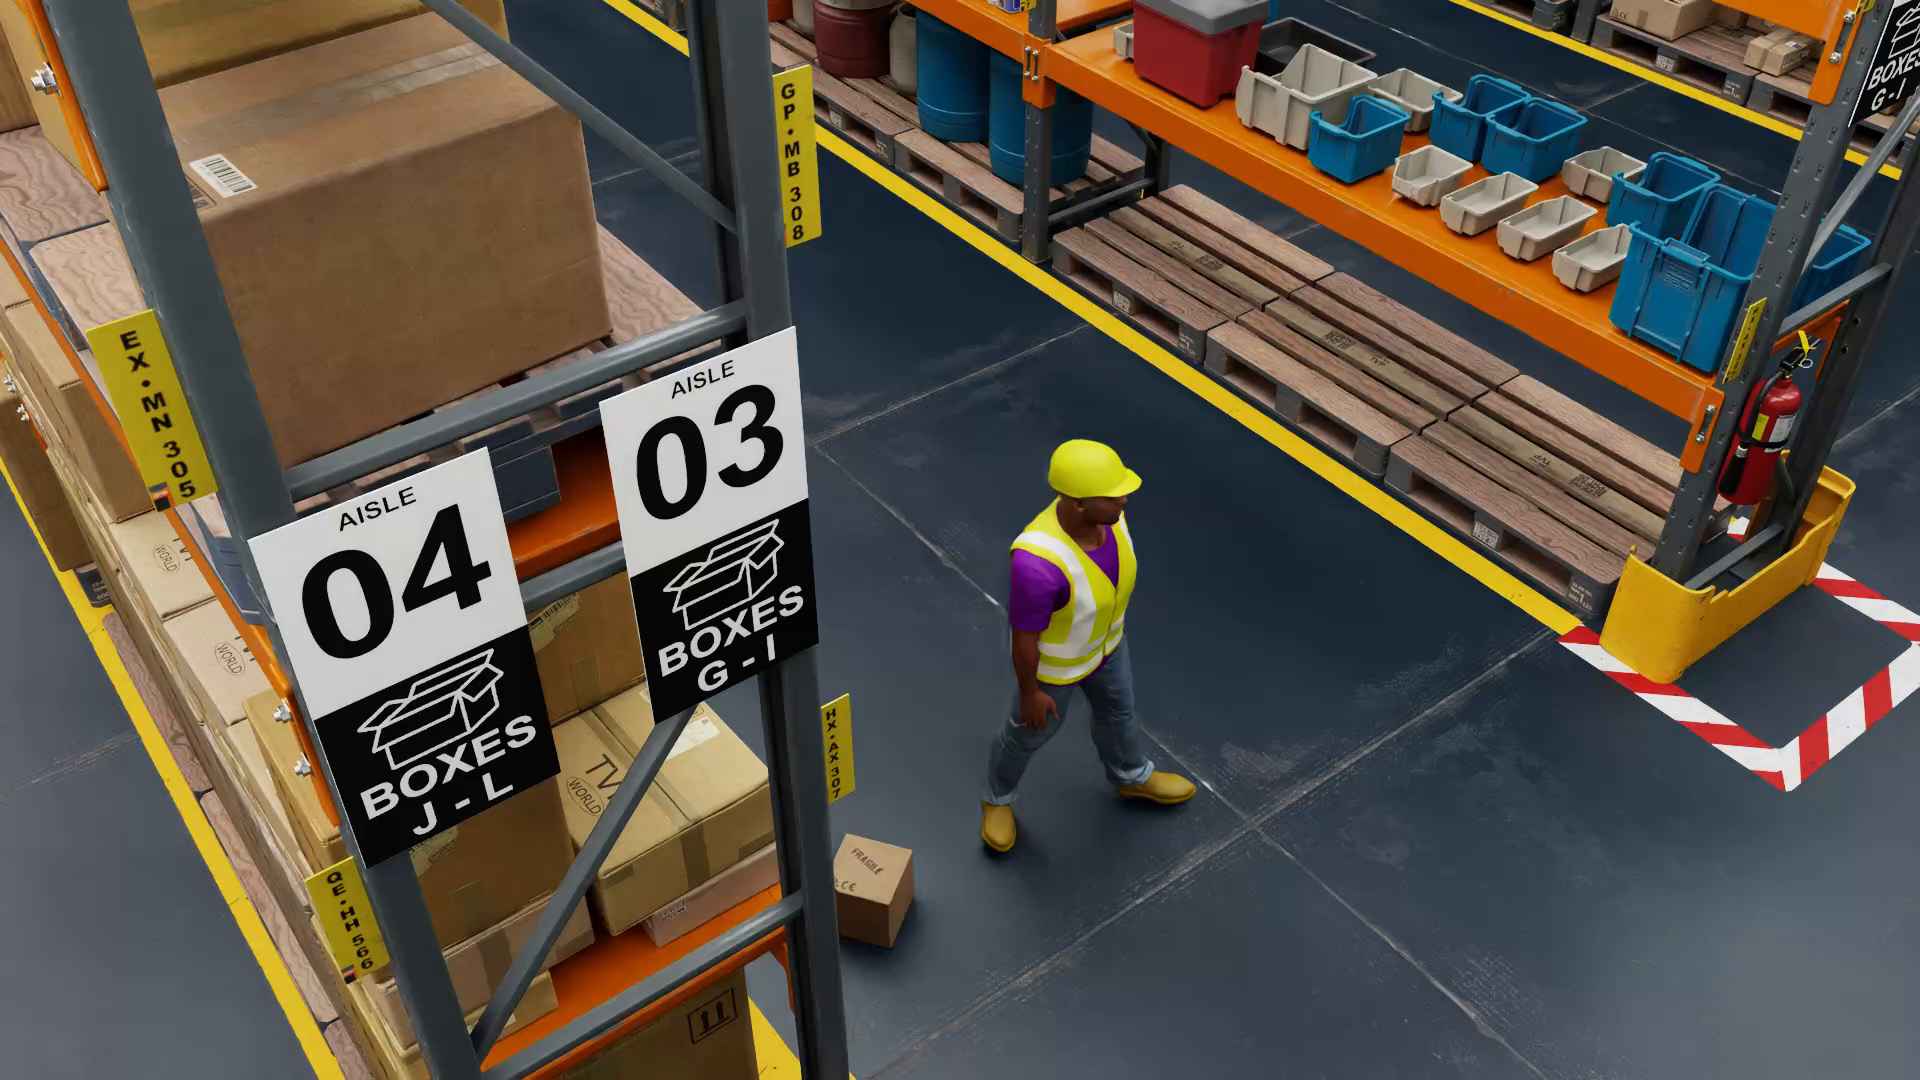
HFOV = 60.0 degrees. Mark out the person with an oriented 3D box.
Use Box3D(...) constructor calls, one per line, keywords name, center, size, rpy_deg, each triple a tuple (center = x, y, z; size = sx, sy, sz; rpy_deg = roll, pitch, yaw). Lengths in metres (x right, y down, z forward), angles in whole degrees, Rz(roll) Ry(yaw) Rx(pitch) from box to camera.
Box3D(name="person", center=(0.438, 0.355, 5.684), size=(0.646, 1.749, 0.700), rpy_deg=(28, 47, 29))
